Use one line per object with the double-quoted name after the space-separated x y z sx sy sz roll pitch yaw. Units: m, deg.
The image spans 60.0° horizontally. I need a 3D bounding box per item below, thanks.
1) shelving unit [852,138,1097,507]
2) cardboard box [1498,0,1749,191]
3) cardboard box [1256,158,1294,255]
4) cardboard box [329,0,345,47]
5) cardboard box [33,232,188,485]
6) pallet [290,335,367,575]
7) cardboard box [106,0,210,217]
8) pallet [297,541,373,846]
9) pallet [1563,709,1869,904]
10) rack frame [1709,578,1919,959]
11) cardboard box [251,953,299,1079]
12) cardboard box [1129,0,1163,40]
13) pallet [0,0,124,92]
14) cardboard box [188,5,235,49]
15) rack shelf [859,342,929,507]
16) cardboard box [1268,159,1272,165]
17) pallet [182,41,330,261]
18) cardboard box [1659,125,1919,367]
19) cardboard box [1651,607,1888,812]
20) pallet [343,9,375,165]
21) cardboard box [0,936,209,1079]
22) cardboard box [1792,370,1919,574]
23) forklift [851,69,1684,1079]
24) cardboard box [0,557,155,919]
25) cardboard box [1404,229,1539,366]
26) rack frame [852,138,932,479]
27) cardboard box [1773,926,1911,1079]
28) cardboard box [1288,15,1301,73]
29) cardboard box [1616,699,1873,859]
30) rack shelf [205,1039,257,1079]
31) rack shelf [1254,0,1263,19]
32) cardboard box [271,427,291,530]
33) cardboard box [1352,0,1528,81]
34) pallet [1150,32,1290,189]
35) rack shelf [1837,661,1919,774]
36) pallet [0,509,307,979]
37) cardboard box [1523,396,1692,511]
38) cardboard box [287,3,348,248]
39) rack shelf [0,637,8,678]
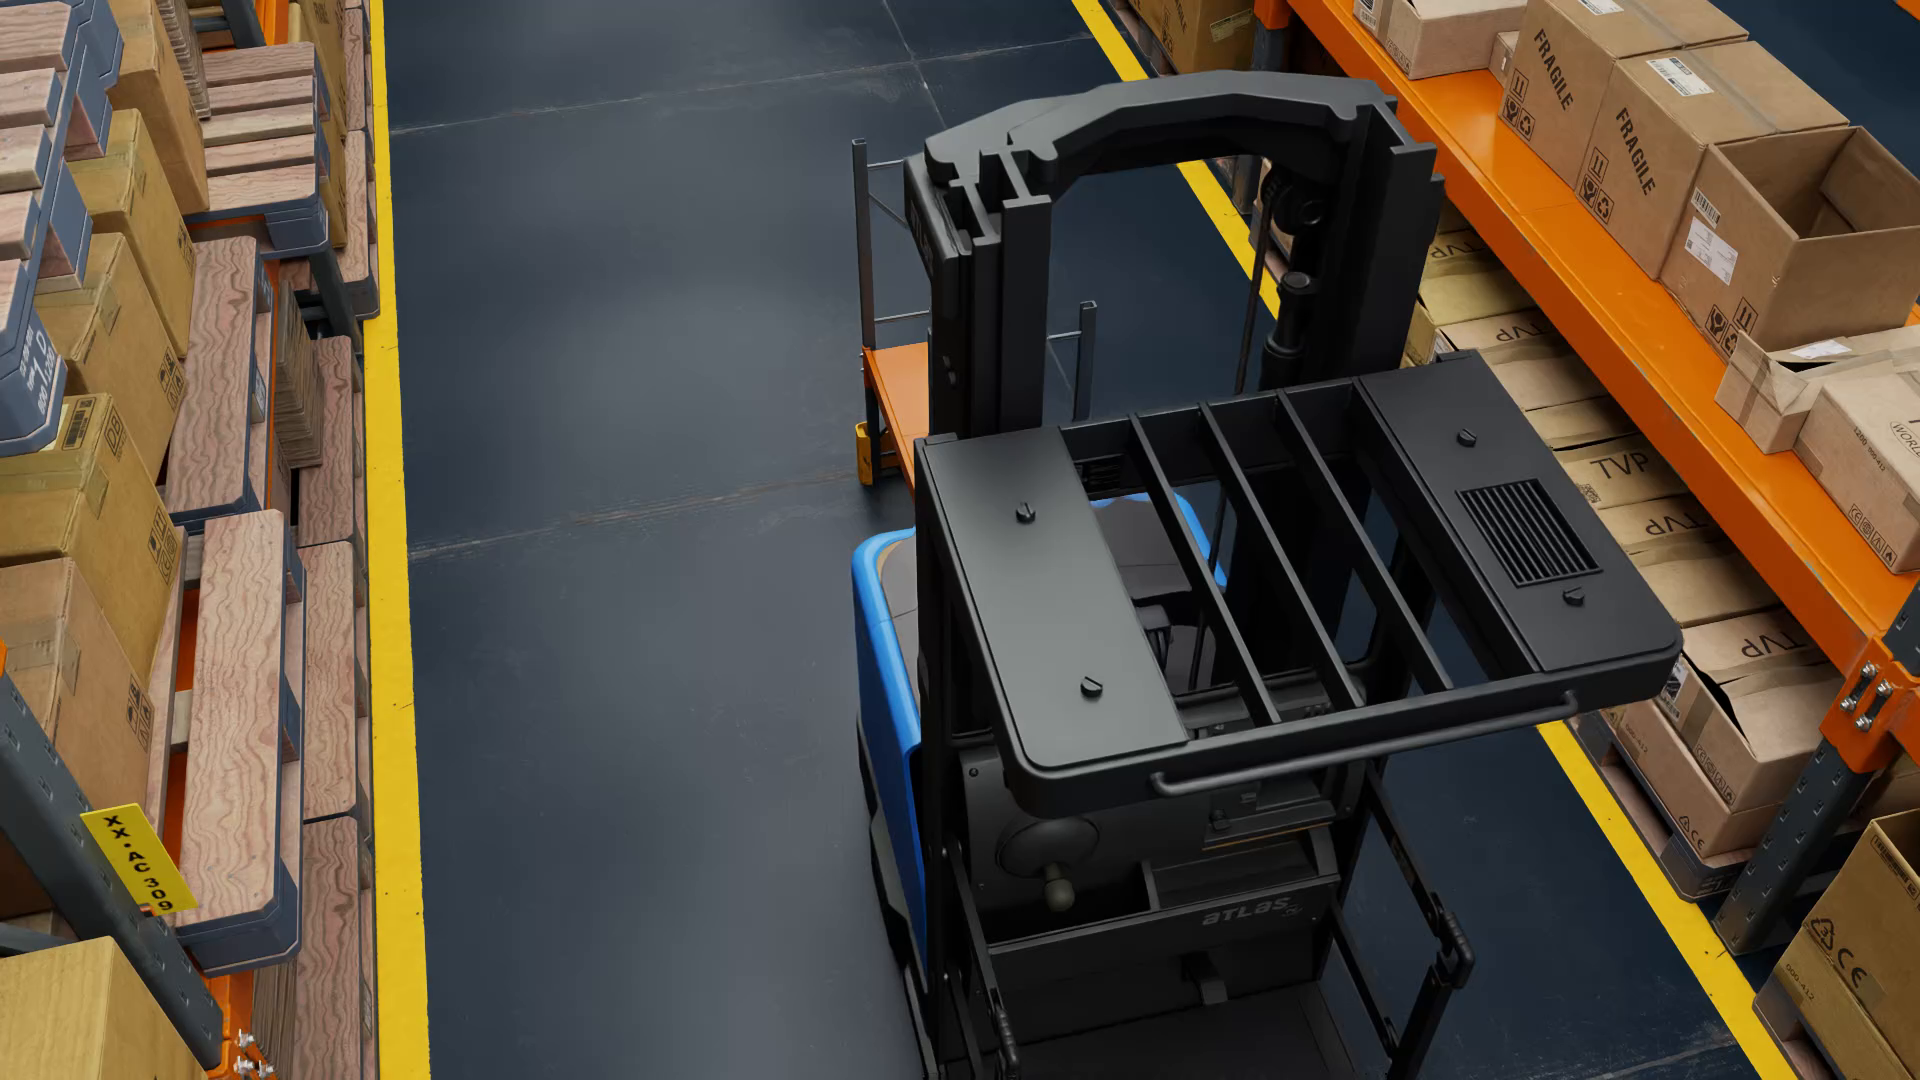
0.019 -0.472 5.663 0.587 1.500 1.083 -11 47 -10 "shelving unit"
2.218 -1.564 5.612 0.500 0.500 0.500 -13 47 -12 "cardboard box"
1.623 -1.454 7.206 0.500 0.250 0.500 -11 47 -10 "cardboard box"
-3.517 -2.894 8.197 0.750 0.750 0.750 -9 46 -9 "cardboard box"
-2.423 -0.397 4.161 0.700 0.500 0.500 -5 46 -5 "cardboard box"
-2.817 -0.260 6.357 1.003 0.211 1.213 -11 47 -10 "pallet"
-2.716 -1.261 5.008 0.700 0.500 0.500 -15 47 -14 "cardboard box"
-2.508 0.580 5.533 1.003 0.211 1.213 -11 47 -10 "pallet"
2.570 0.552 5.561 1.003 0.211 1.213 -11 47 -10 "pallet"
2.797 0.077 4.074 1.000 3.000 0.127 -11 47 -10 "rack frame"
-2.196 1.201 4.415 0.700 0.500 0.500 -9 46 -9 "cardboard box"
1.174 -2.924 8.457 0.500 0.500 0.500 -12 47 -12 "cardboard box"
-2.315 -1.160 3.318 1.213 0.211 1.003 -11 47 -10 "pallet"
-2.876 -1.965 6.237 0.380 0.149 0.250 -11 47 -11 "cardboard box"
0.022 -0.340 5.785 0.538 0.185 1.000 -11 47 -10 "rack shelf"
1.623 -1.650 7.005 0.500 0.311 0.500 -9 46 -9 "cardboard box"
-2.730 -1.236 5.496 1.213 0.211 1.003 -11 47 -10 "pallet"
2.481 -0.855 4.917 0.500 0.500 0.500 -8 46 -7 "cardboard box"
2.416 0.469 4.928 0.500 0.311 0.500 -11 47 -10 "cardboard box"
-3.453 -2.199 8.257 1.003 0.211 1.213 -11 47 -10 "pallet"
-1.571 1.038 2.698 0.500 0.500 0.500 -11 47 -10 "cardboard box"
2.628 -0.202 4.453 0.500 0.250 0.500 -8 46 -8 "cardboard box"
0.515 0.661 3.550 1.130 2.935 3.031 -10 46 -9 "forklift"
-2.088 0.439 3.342 0.700 0.500 0.500 -11 47 -10 "cardboard box"
1.894 -0.936 6.306 0.500 0.311 0.500 -12 47 -11 "cardboard box"
-0.108 -0.817 6.001 0.500 1.500 0.032 -11 47 -10 "rack frame"
2.622 1.268 4.538 0.500 0.250 0.500 -11 47 -10 "cardboard box"
1.793 -2.690 8.229 0.500 0.500 0.500 -12 47 -12 "cardboard box"
2.410 0.659 5.135 0.500 0.250 0.500 -11 47 -11 "cardboard box"
-1.479 2.618 2.088 1.077 0.370 4.000 -11 47 -10 "rack shelf"
1.260 -3.813 8.391 1.077 0.370 4.000 -11 47 -10 "rack shelf"
-2.761 -0.191 5.779 0.700 0.500 0.500 -11 47 -10 "cardboard box"
1.814 -2.000 6.172 0.500 0.311 0.500 -11 47 -11 "cardboard box"
1.618 -2.231 8.288 1.003 0.211 1.213 -11 47 -10 "pallet"
3.309 1.710 2.978 1.077 0.370 4.000 -11 47 -10 "rack shelf"
-2.046 0.498 3.796 1.003 0.211 1.213 -11 47 -10 "pallet"
2.151 -0.234 5.617 0.500 0.311 0.500 -11 47 -10 "cardboard box"
-3.077 -1.702 7.029 0.750 0.750 0.750 -11 47 -11 "cardboard box"
-2.503 -1.193 3.723 1.077 0.370 4.000 -11 47 -10 "rack shelf"
